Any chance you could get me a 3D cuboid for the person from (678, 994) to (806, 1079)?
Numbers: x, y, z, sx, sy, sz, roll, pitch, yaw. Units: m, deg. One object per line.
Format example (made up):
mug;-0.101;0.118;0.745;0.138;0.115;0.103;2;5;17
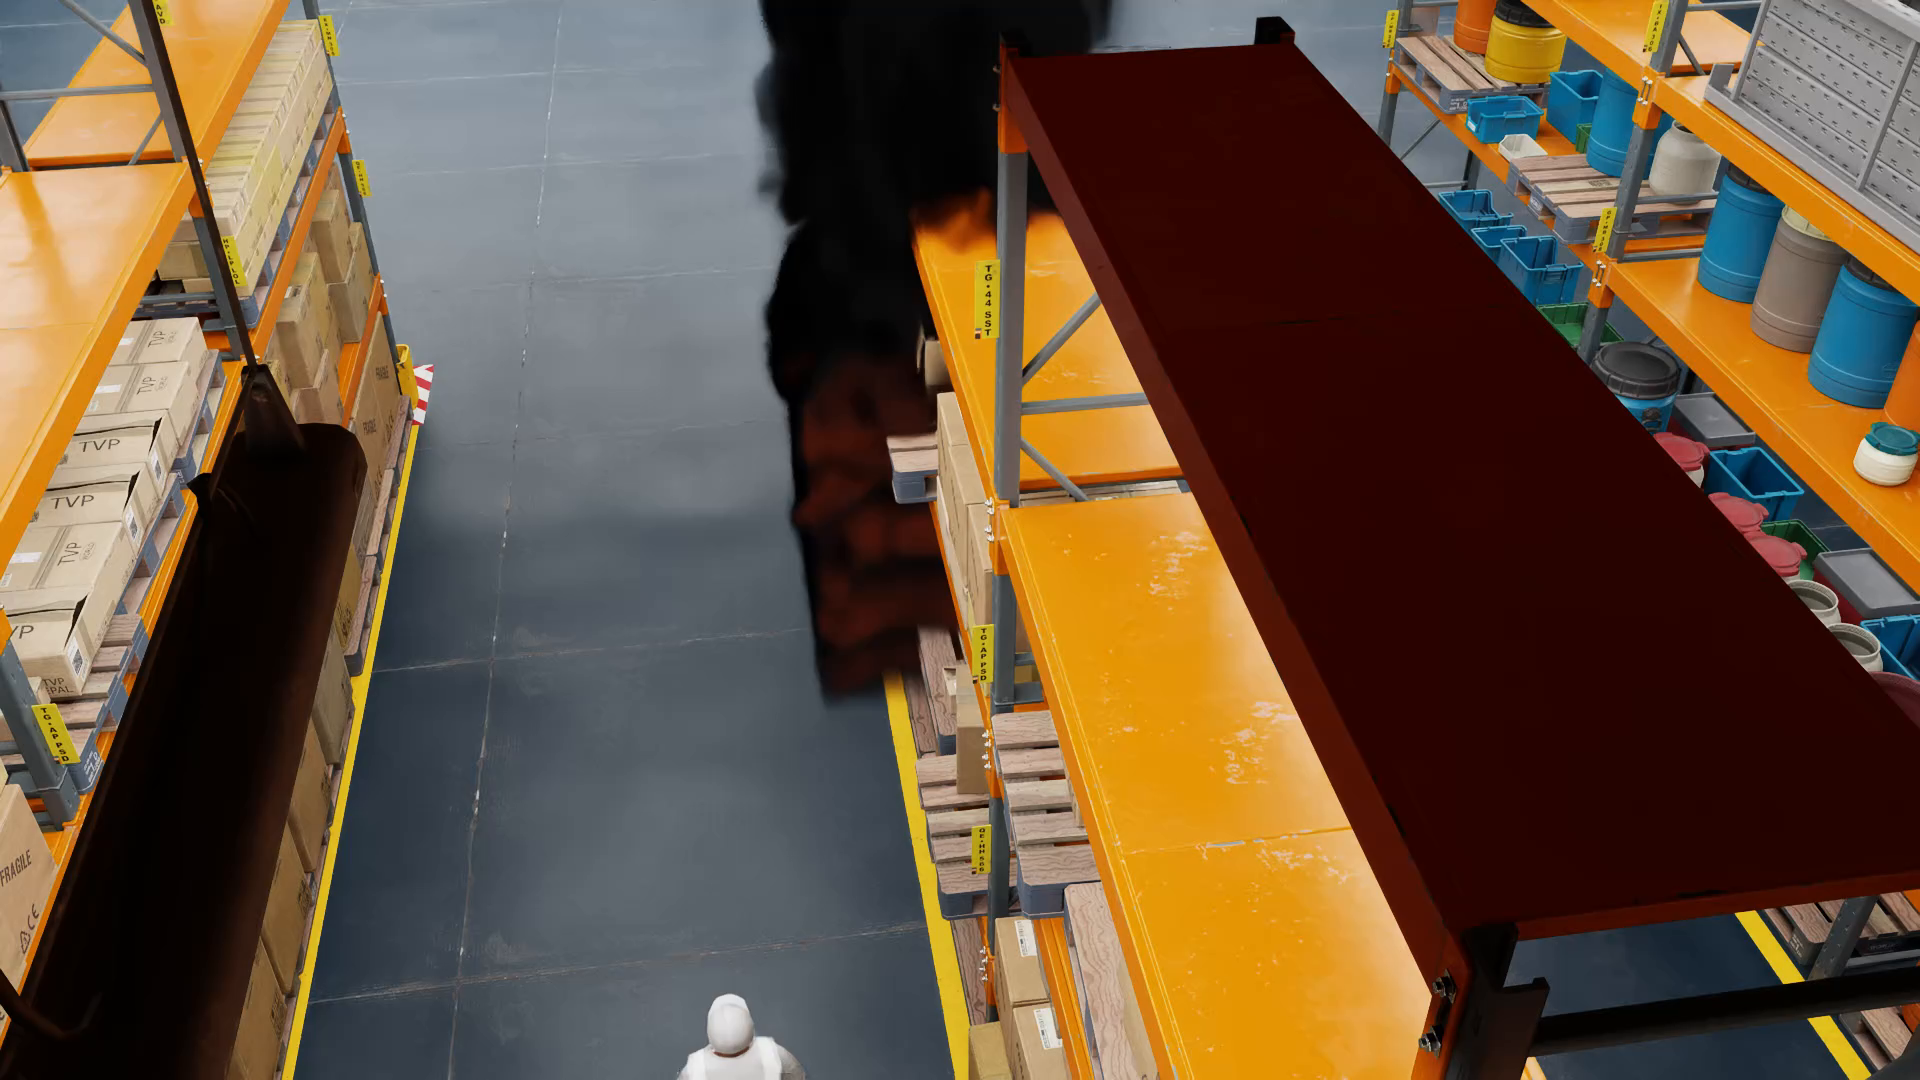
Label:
person;-1.071;2.848;8.108;0.692;1.746;0.789;-8;37;-10
